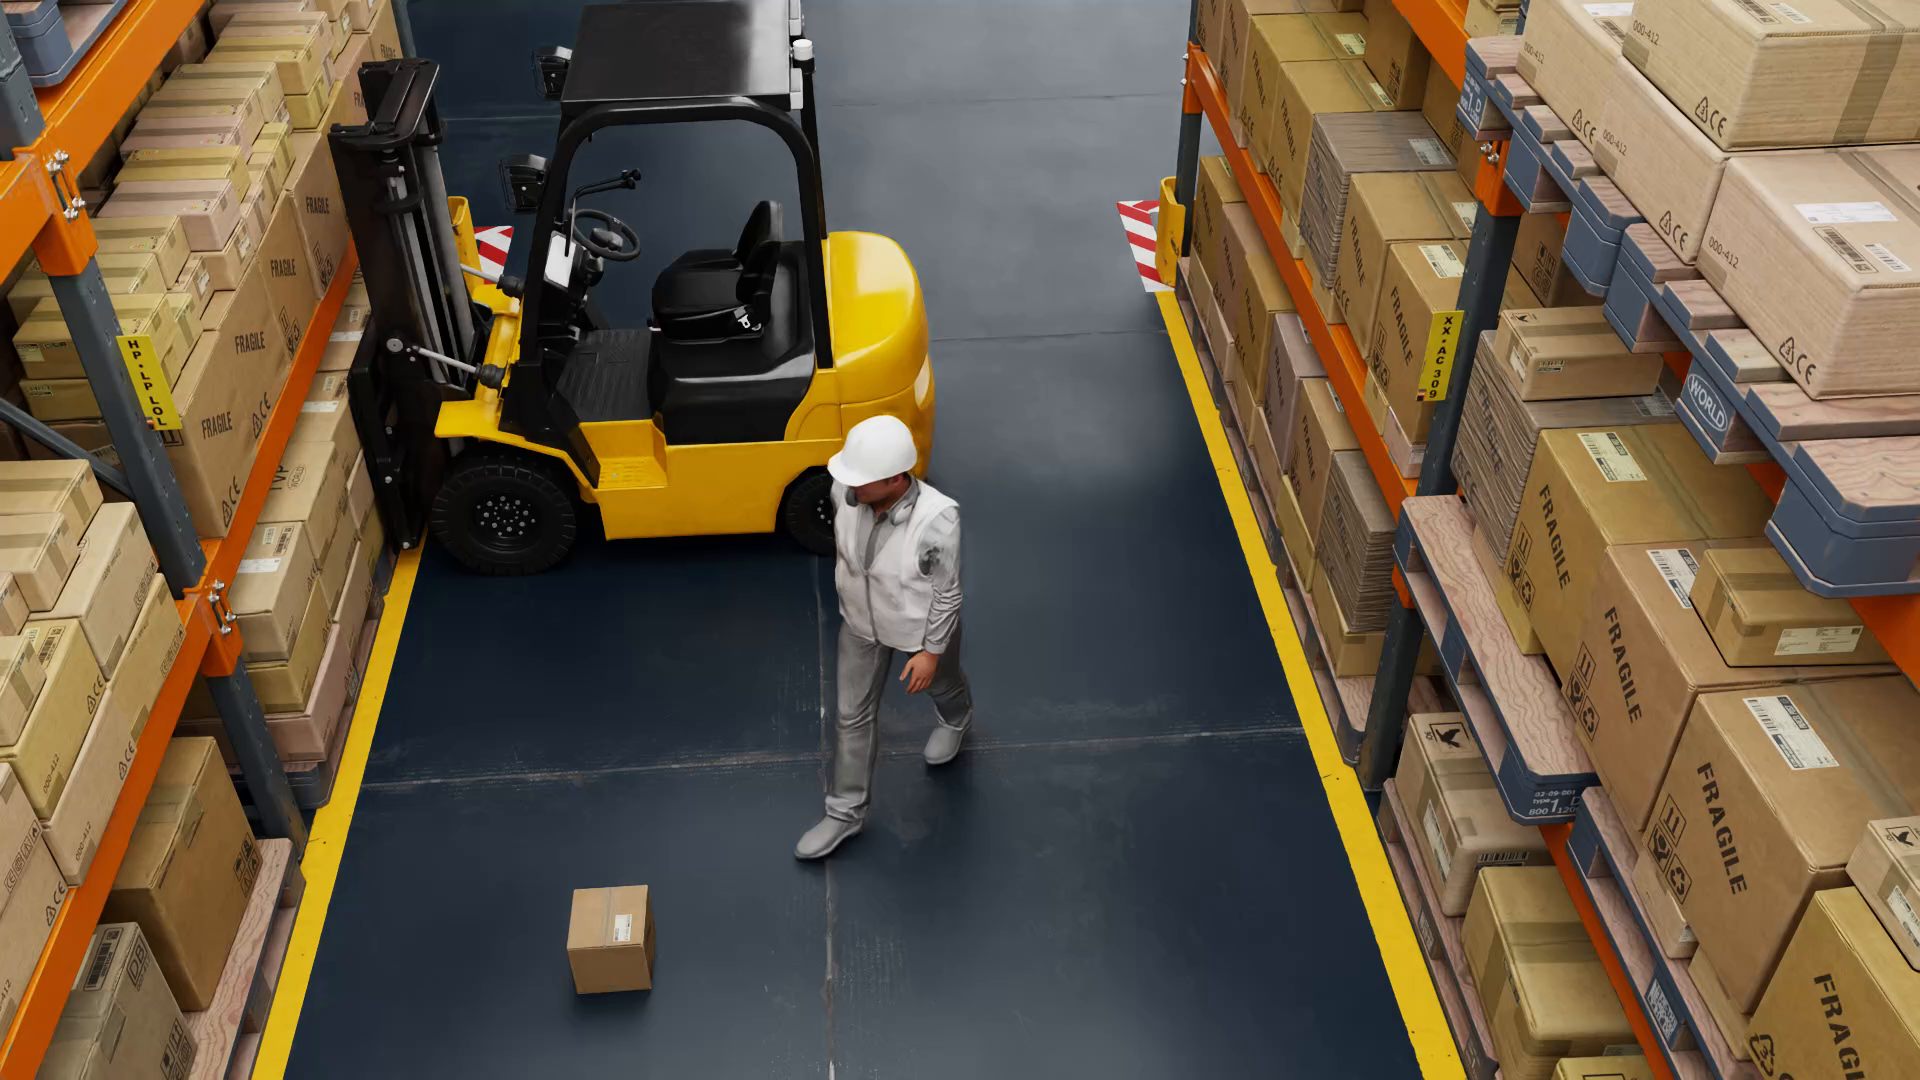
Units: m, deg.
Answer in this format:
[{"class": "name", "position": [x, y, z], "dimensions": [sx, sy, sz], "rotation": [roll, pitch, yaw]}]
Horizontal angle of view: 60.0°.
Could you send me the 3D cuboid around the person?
[{"class": "person", "position": [-0.239, 0.282, 5.768], "dimensions": [0.552, 1.722, 0.948], "rotation": [17, 42, 20]}]
